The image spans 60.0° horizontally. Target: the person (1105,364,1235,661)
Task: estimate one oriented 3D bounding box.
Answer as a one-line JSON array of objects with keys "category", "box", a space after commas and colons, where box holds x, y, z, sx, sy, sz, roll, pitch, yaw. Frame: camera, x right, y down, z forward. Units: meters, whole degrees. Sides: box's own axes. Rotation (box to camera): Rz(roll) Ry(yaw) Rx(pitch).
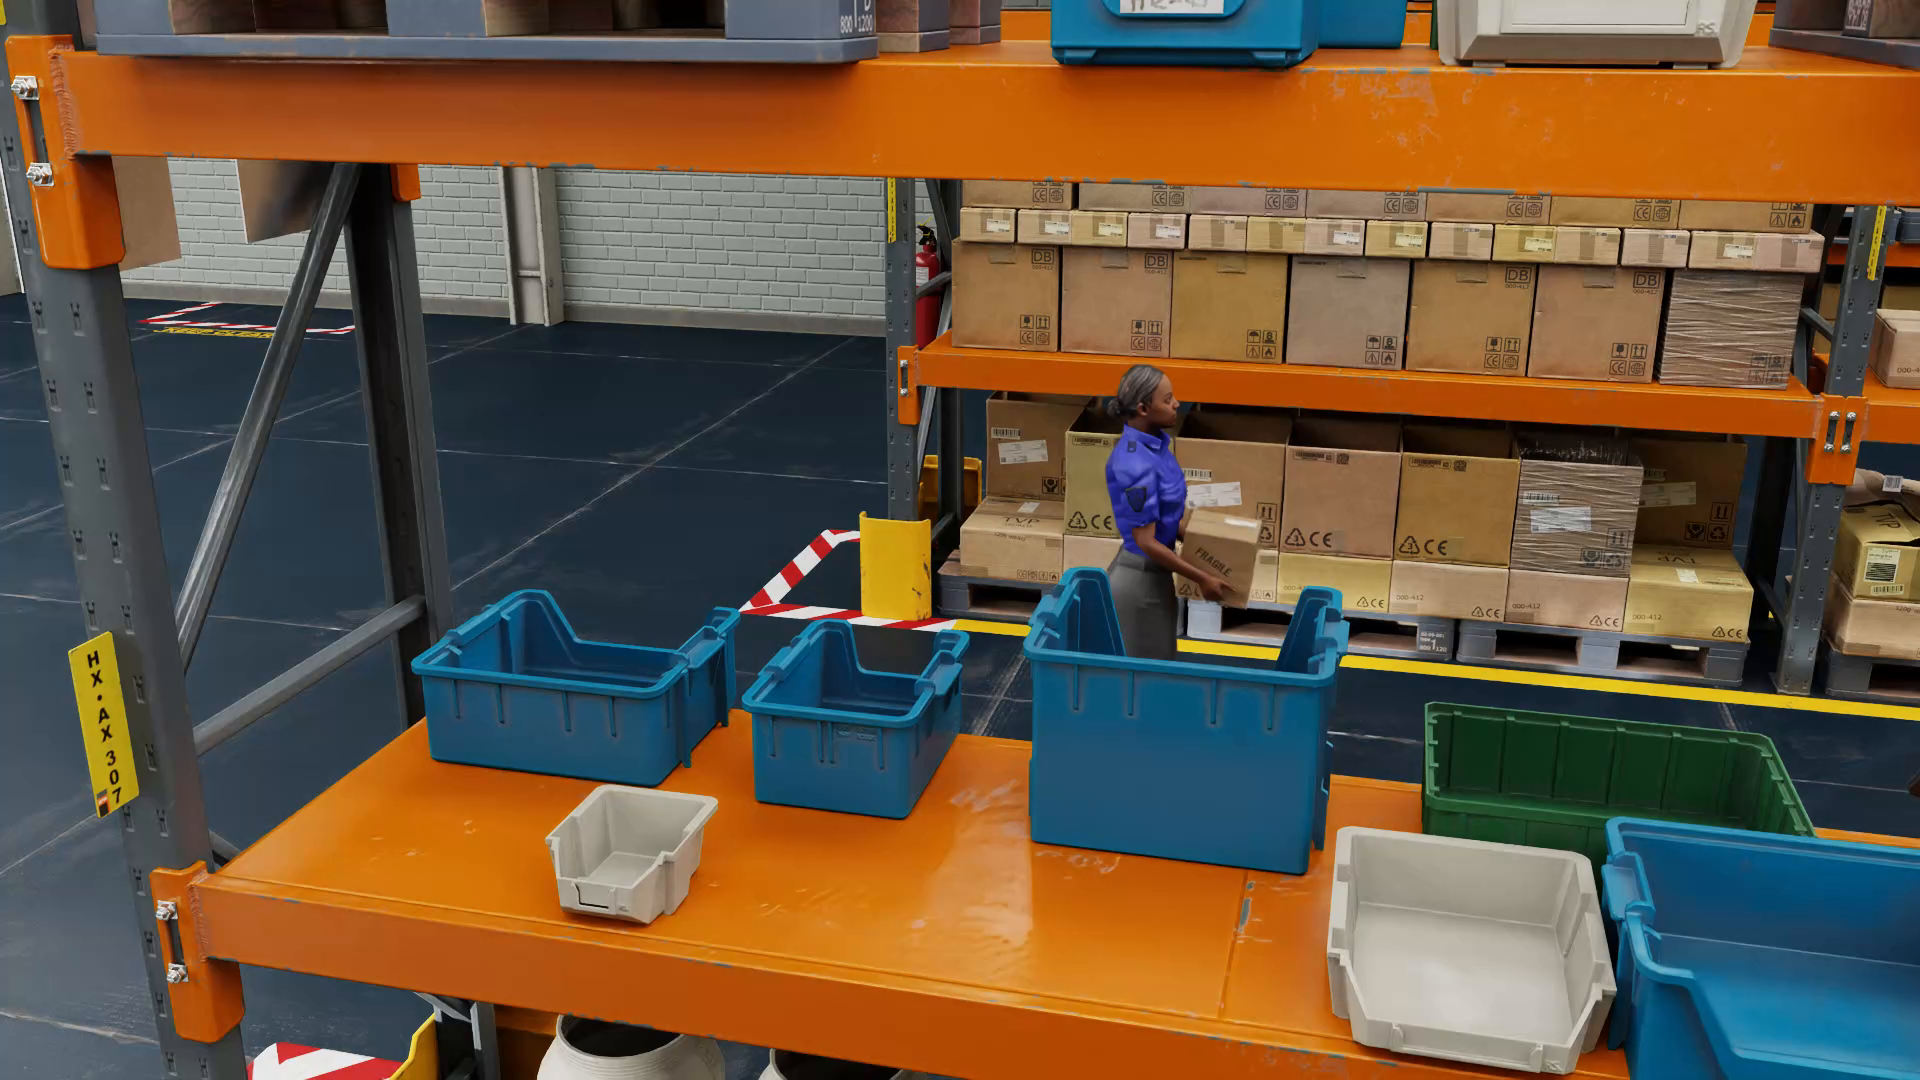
[{"category": "person", "box": [0.754, 0.190, 5.994, 0.491, 1.656, 0.464, 4, 19, 13]}]
